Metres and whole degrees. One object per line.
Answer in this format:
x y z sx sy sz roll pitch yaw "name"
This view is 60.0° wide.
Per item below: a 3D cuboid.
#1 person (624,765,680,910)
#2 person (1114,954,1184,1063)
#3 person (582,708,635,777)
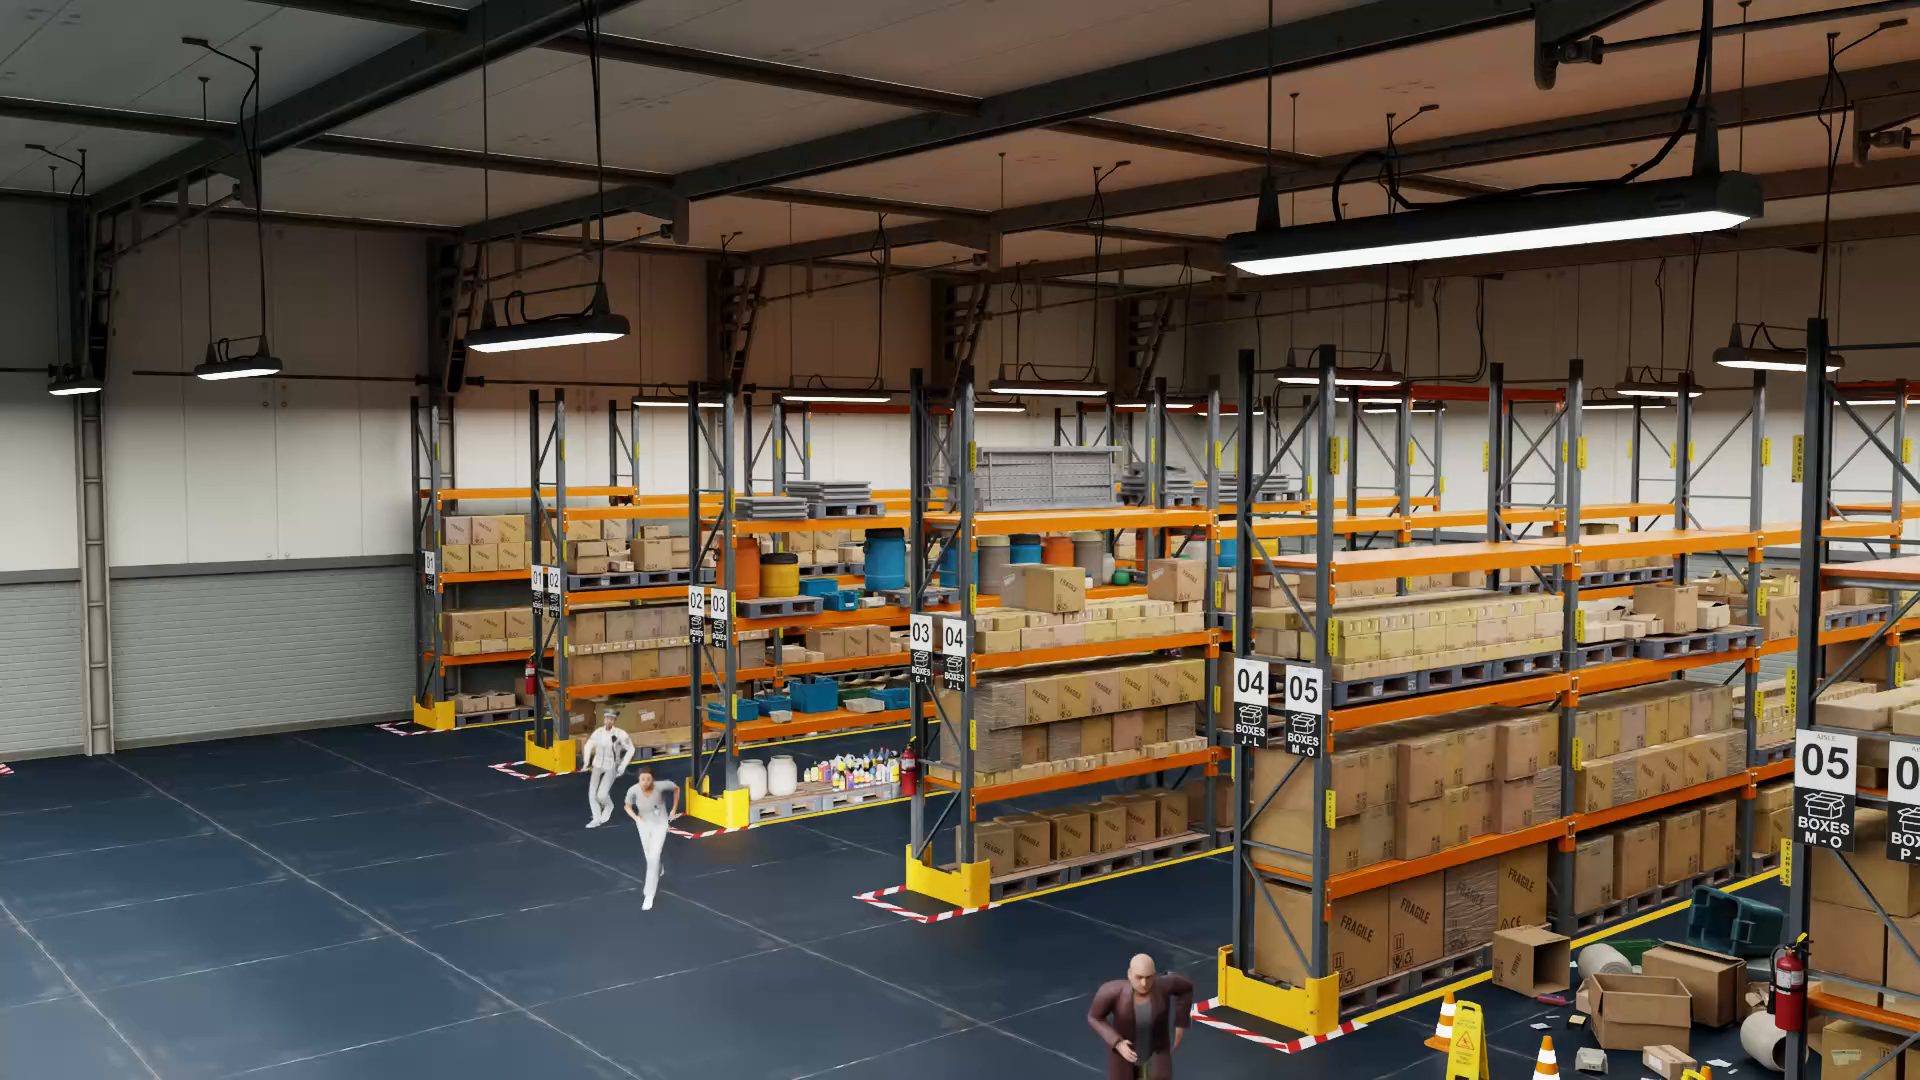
-3.459 3.286 18.807 0.607 1.626 0.957 0 3 -2 "person"
1.249 3.650 11.679 0.714 1.742 1.069 0 3 -1 "person"
-4.713 2.690 22.131 0.669 0.914 0.438 1 3 13 "person"
